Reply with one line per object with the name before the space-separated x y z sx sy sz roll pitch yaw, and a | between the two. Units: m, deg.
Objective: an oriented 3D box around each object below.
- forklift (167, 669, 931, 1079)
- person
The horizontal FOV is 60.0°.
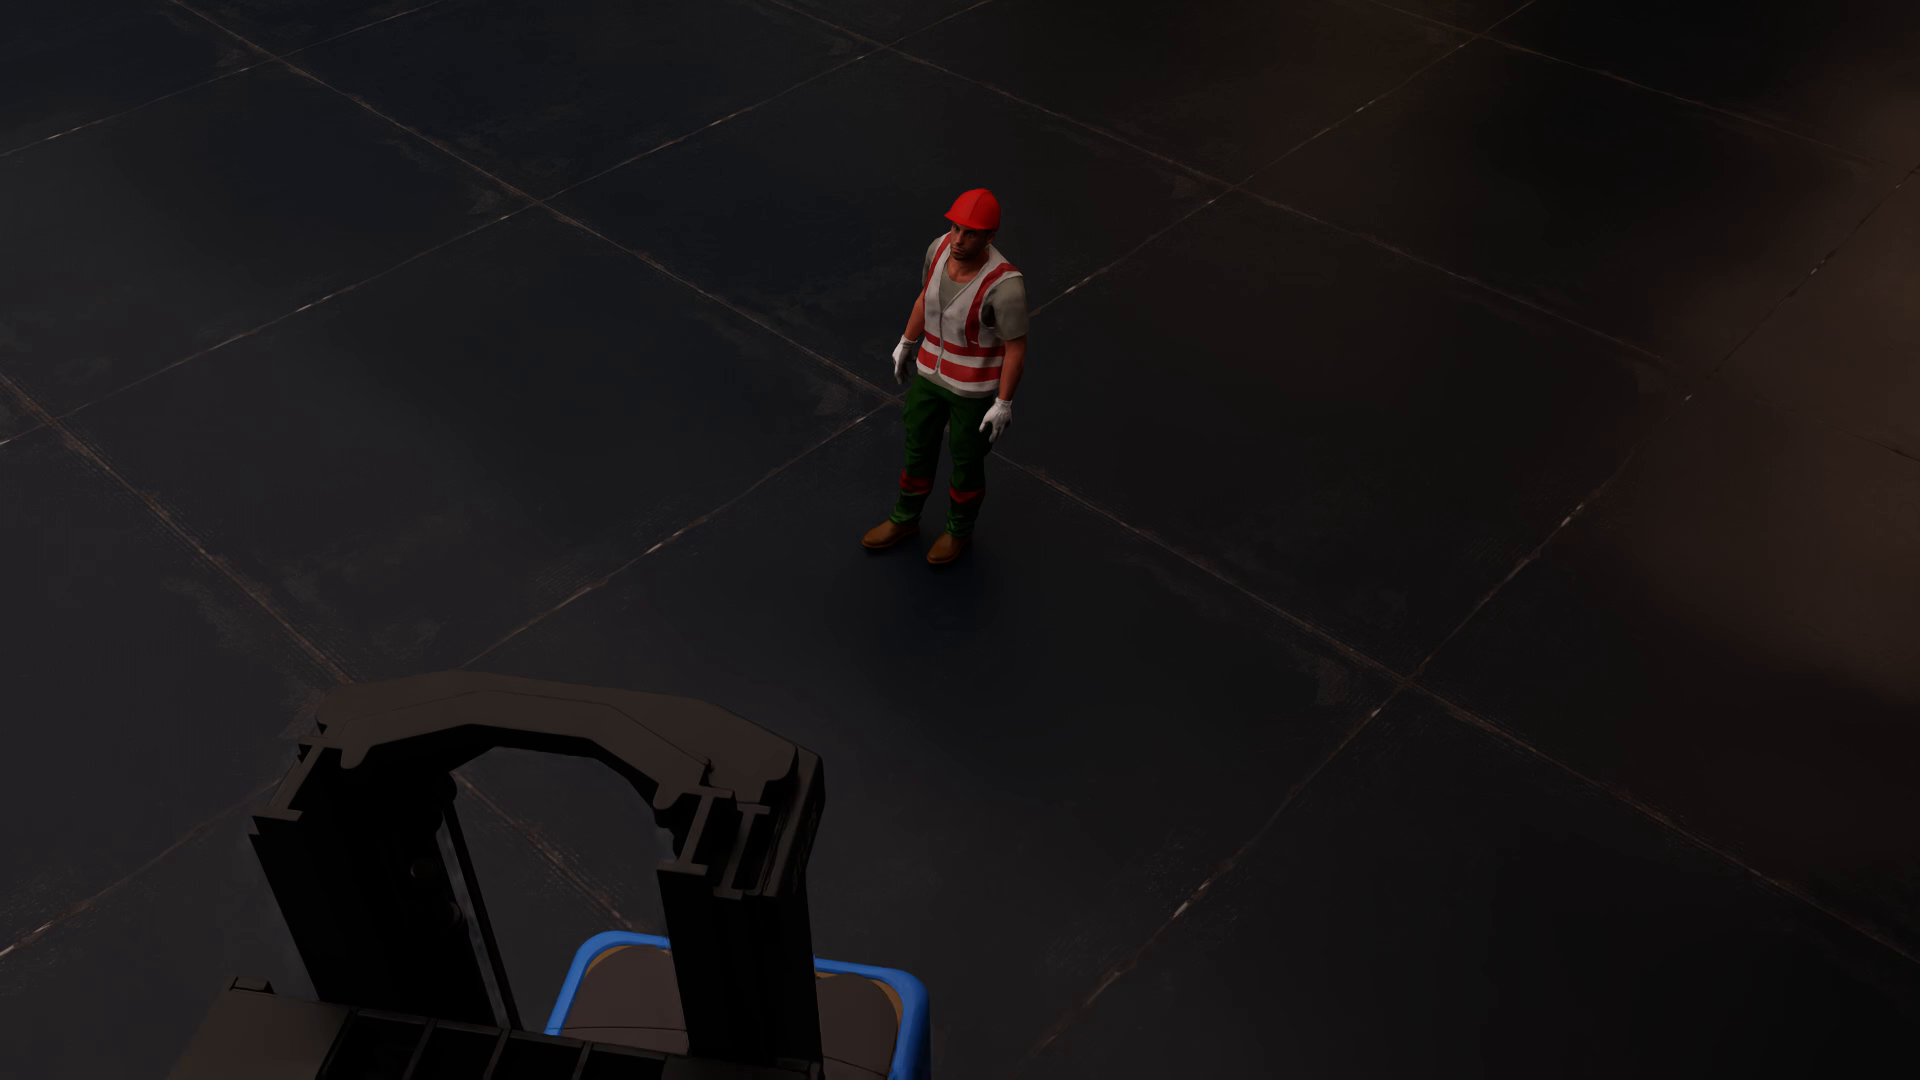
forklift | -0.817 1.806 3.323 1.130 2.935 3.031 6 41 7
person | -0.063 -0.652 7.054 0.637 1.787 0.564 31 49 31
